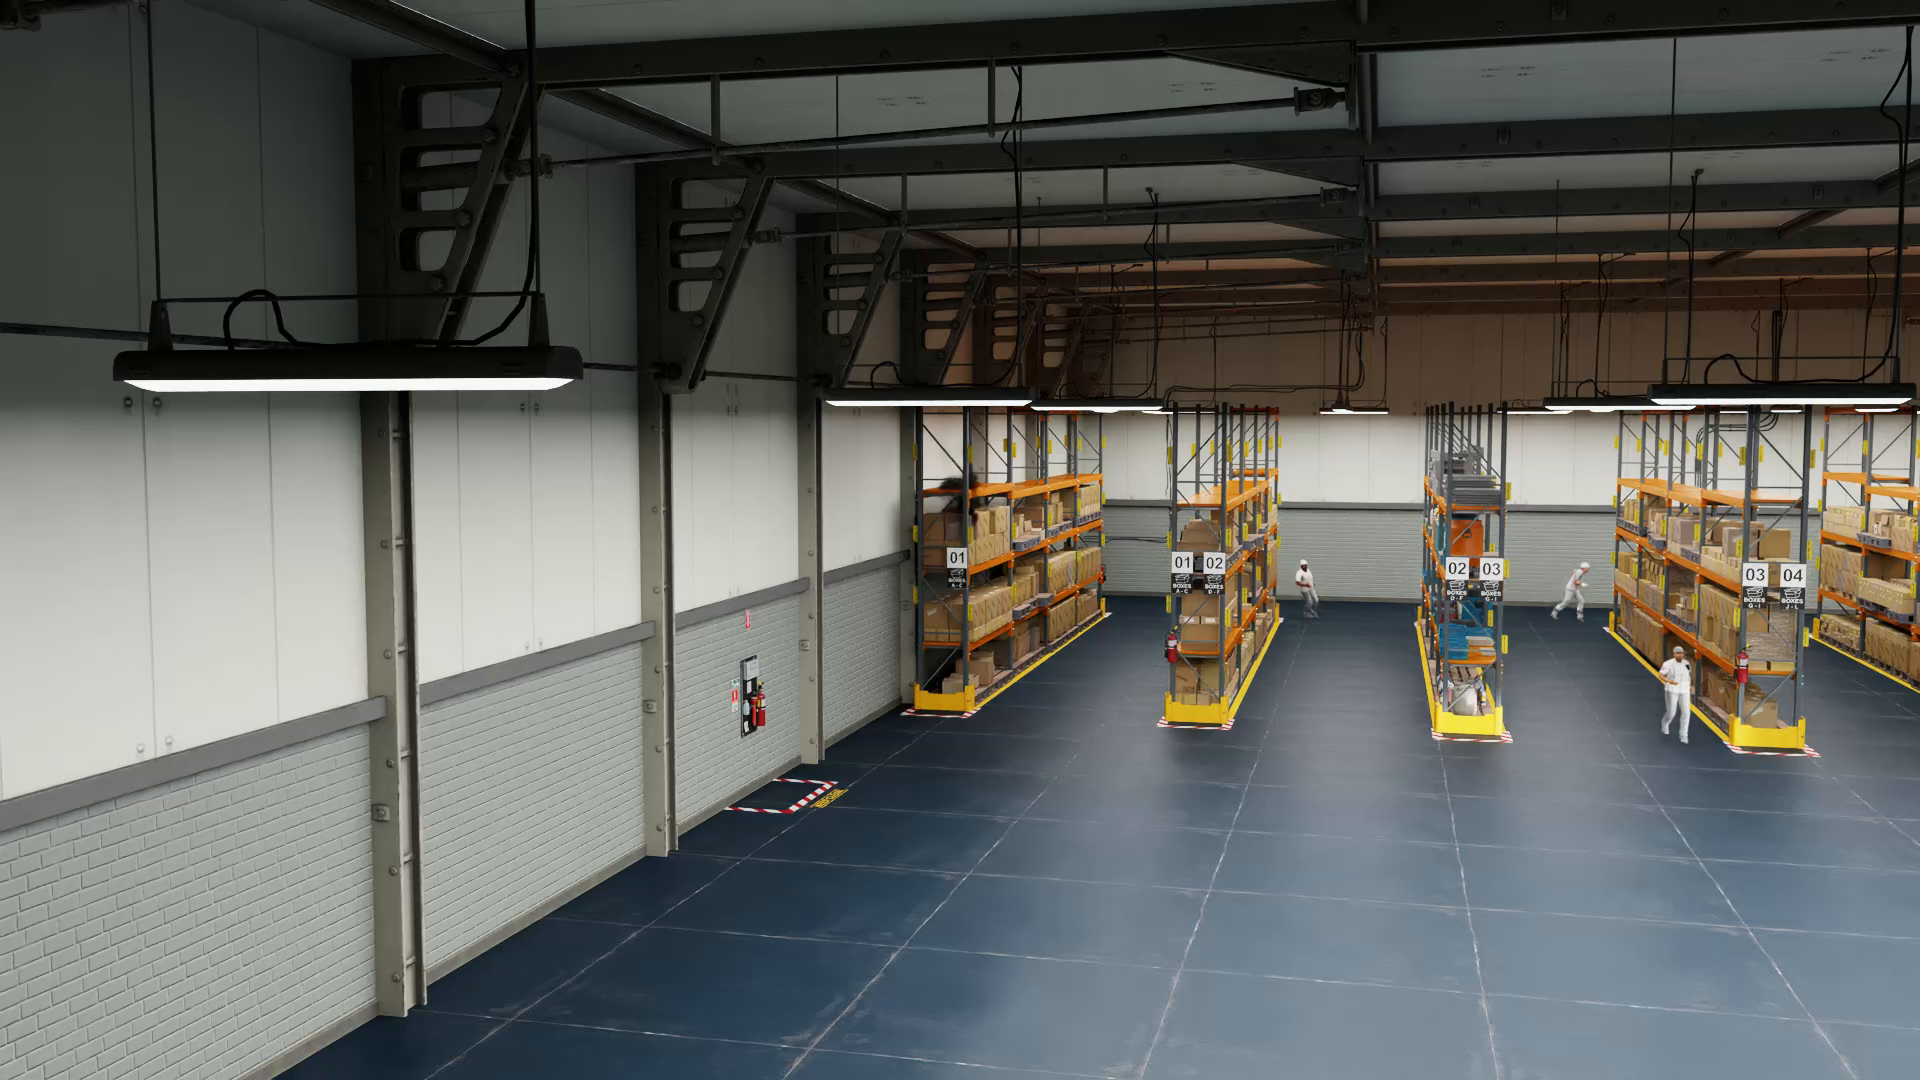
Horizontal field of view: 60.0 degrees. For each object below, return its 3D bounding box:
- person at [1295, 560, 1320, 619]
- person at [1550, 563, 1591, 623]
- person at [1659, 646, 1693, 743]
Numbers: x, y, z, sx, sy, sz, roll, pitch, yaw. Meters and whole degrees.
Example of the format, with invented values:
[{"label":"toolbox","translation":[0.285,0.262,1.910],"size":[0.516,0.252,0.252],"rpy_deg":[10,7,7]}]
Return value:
[{"label":"person","translation":[9.846,1.405,47.164],"size":[0.850,1.714,0.545],"rpy_deg":[-3,5,-35]},{"label":"person","translation":[17.050,1.476,46.433],"size":[1.048,1.732,0.706],"rpy_deg":[2,5,24]},{"label":"person","translation":[12.732,2.729,29.568],"size":[0.609,1.700,0.757],"rpy_deg":[0,4,6]}]
